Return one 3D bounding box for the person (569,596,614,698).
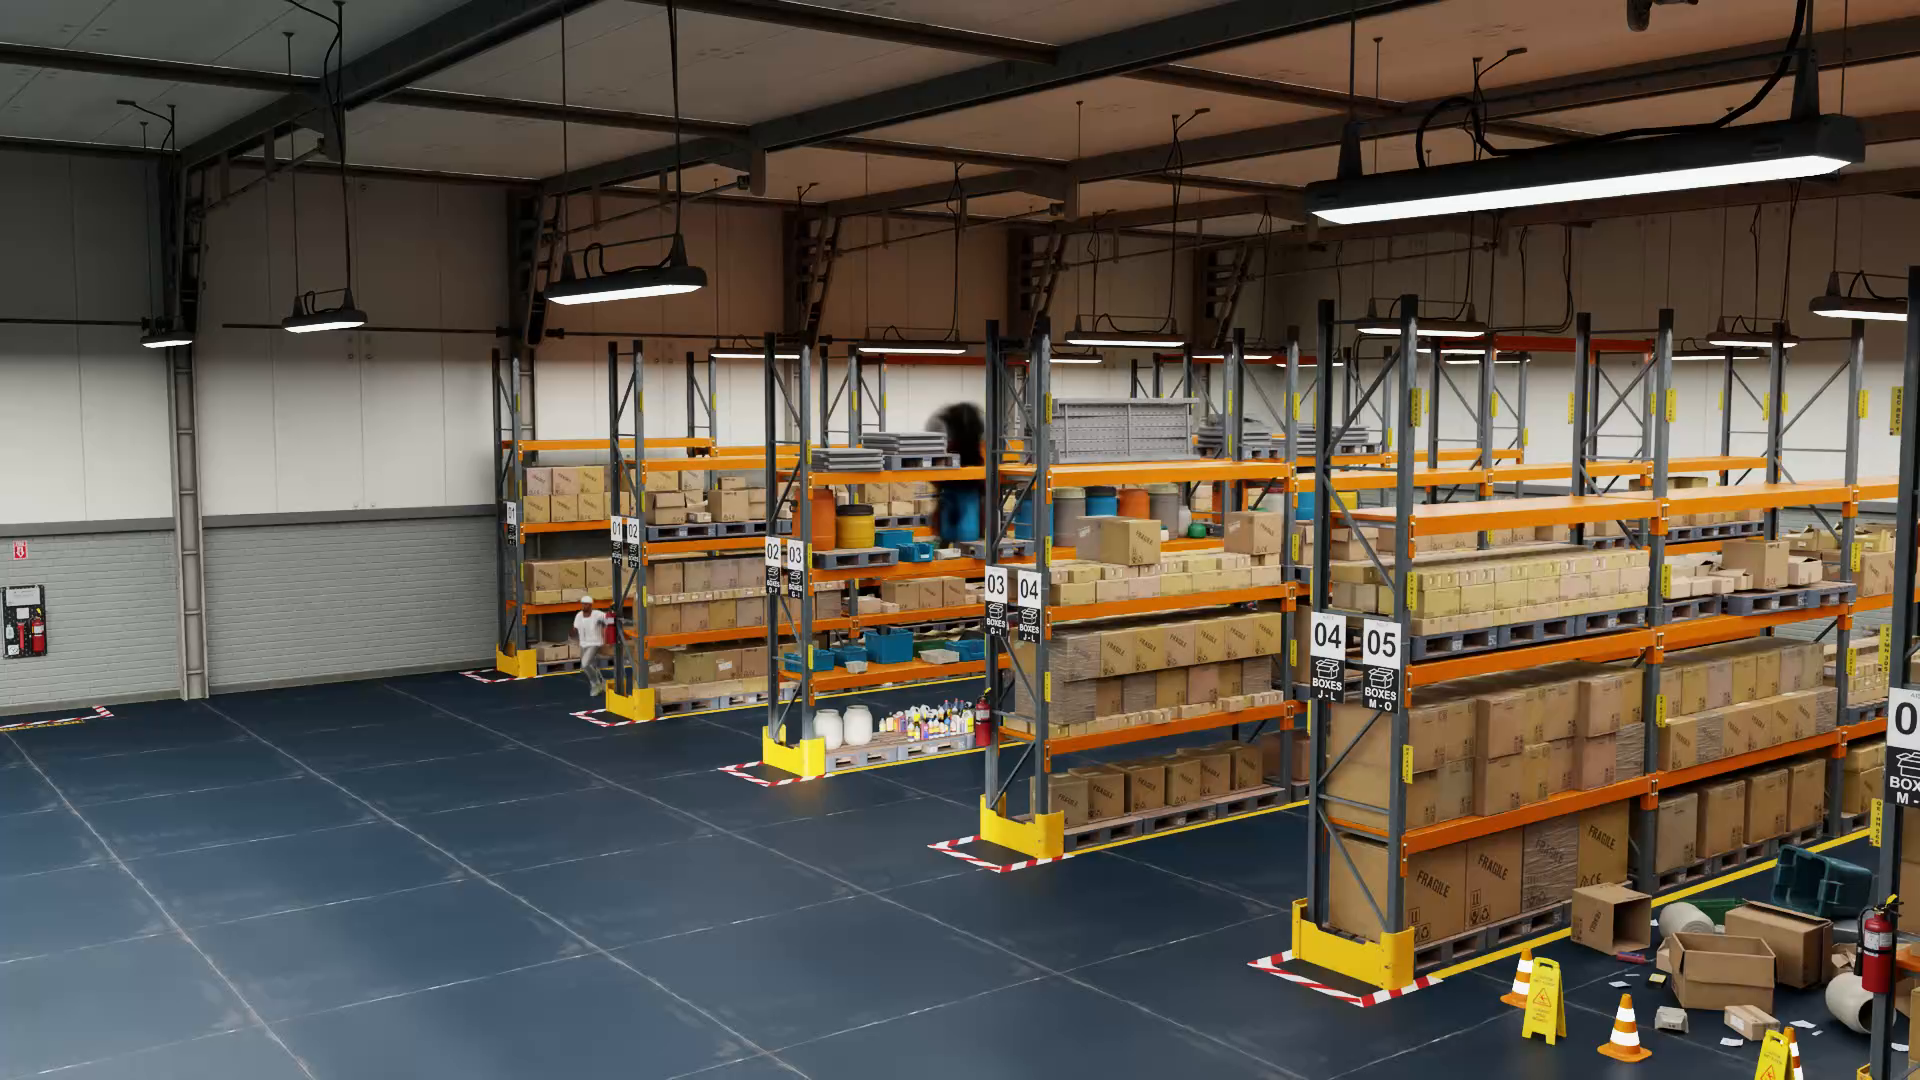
[{"bbox_3d":[-6.316,1.810,28.410,0.686,1.742,0.776,3,6,31],"label":"person"}]

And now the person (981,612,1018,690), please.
[{"bbox_3d":[0.704,1.650,28.153,0.834,1.804,0.661,-4,6,-39],"label":"person"}]

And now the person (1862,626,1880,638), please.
[{"bbox_3d":[13.278,2.159,24.293,0.827,1.839,0.673,-4,6,-37],"label":"person"}]
